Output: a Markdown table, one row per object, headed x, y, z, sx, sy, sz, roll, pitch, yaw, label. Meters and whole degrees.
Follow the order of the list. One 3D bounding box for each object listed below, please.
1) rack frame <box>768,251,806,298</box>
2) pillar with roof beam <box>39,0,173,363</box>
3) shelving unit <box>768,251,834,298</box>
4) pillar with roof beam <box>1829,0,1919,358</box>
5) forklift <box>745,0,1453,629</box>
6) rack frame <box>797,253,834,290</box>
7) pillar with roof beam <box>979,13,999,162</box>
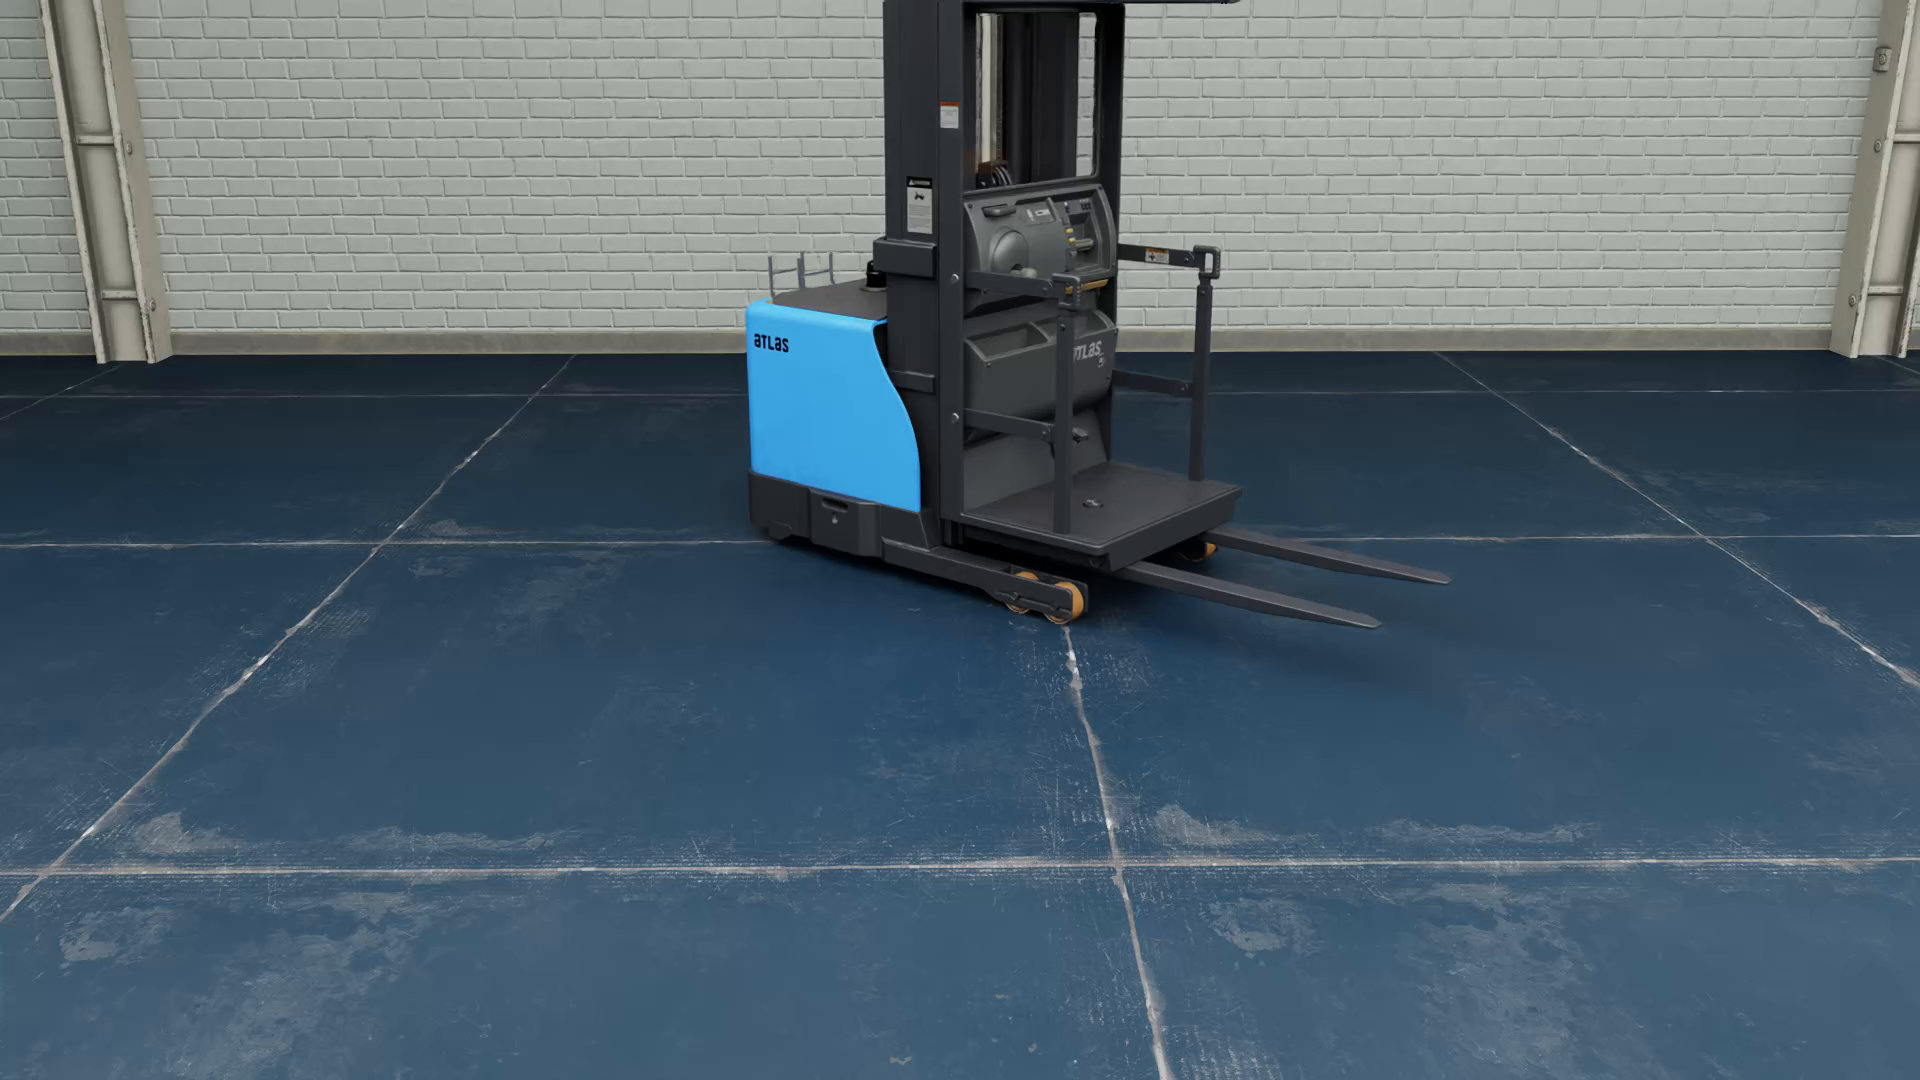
| x | y | z | sx | sy | sz | roll | pitch | yaw | label |
| --- | --- | --- | --- | --- | --- | --- | --- | --- | --- |
| -0.799 | -0.772 | 7.989 | 0.006 | 1.200 | 0.240 | 11 | 21 | 36 | rack frame |
| -5.599 | -4.218 | 5.966 | 0.400 | 9.000 | 9.100 | 0 | 18 | -1 | pillar with roof beam |
| -0.727 | -0.758 | 7.935 | 0.189 | 1.200 | 0.258 | 11 | 21 | 36 | shelving unit |
| 6.399 | -4.276 | 6.146 | 0.400 | 9.000 | 9.100 | 0 | 18 | -1 | pillar with roof beam |
| 0.501 | -1.246 | 6.634 | 3.031 | 2.935 | 1.130 | 14 | 23 | 37 | forklift |
| -0.654 | -0.744 | 7.881 | 0.006 | 1.200 | 0.240 | 11 | 21 | 36 | rack frame |
| 0.400 | -4.247 | 6.056 | 0.400 | 9.000 | 9.100 | 0 | 18 | -1 | pillar with roof beam |
